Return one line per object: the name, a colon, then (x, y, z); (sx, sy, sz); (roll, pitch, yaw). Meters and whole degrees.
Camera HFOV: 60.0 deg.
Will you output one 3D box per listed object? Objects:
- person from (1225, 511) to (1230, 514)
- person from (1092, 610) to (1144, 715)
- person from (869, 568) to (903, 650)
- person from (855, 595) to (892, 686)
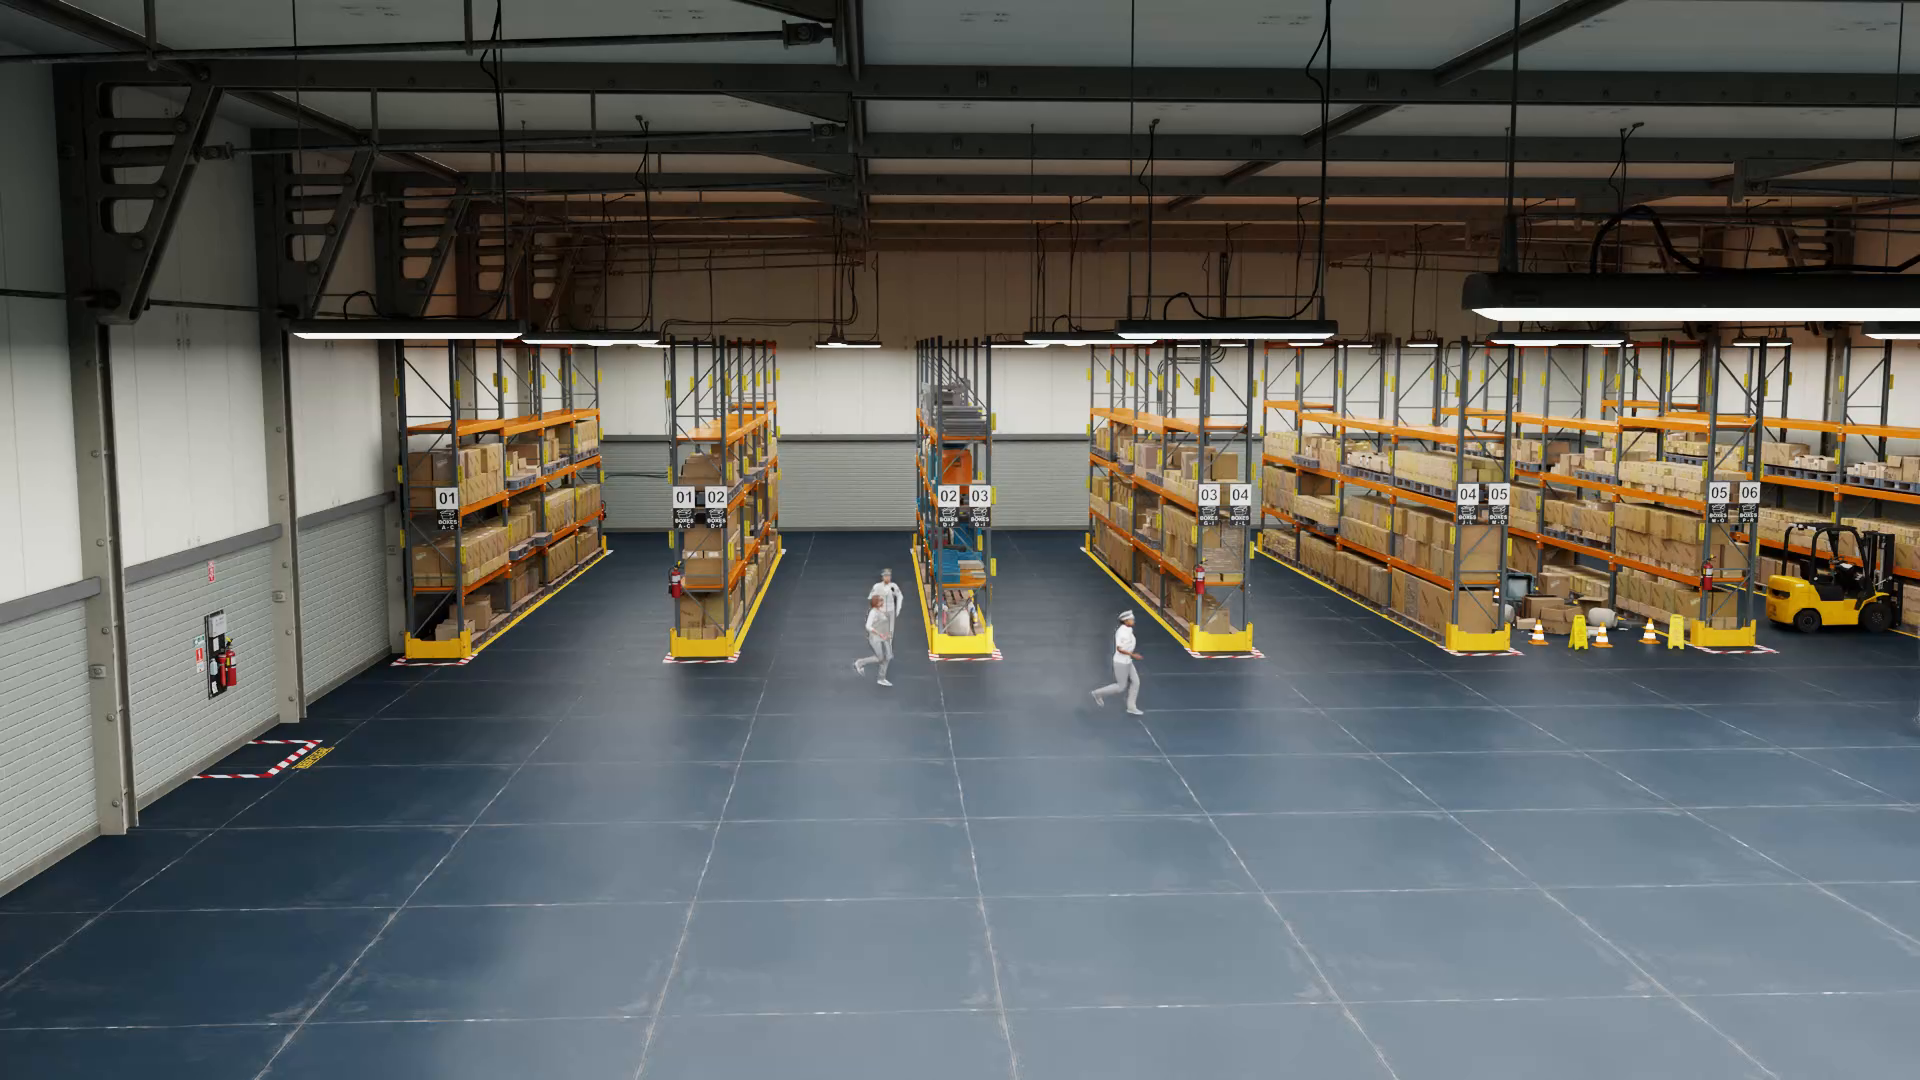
person: (7.462, -0.467, 47.566); (0.627, 1.633, 0.765); (0, 6, -1)
person: (2.509, 1.925, 26.262); (0.827, 1.672, 0.565); (2, 7, 15)
person: (-1.394, 1.356, 31.361); (0.657, 1.678, 0.622); (-1, 7, -6)
person: (-1.476, 1.718, 28.590); (0.651, 1.573, 0.536); (2, 7, 19)
